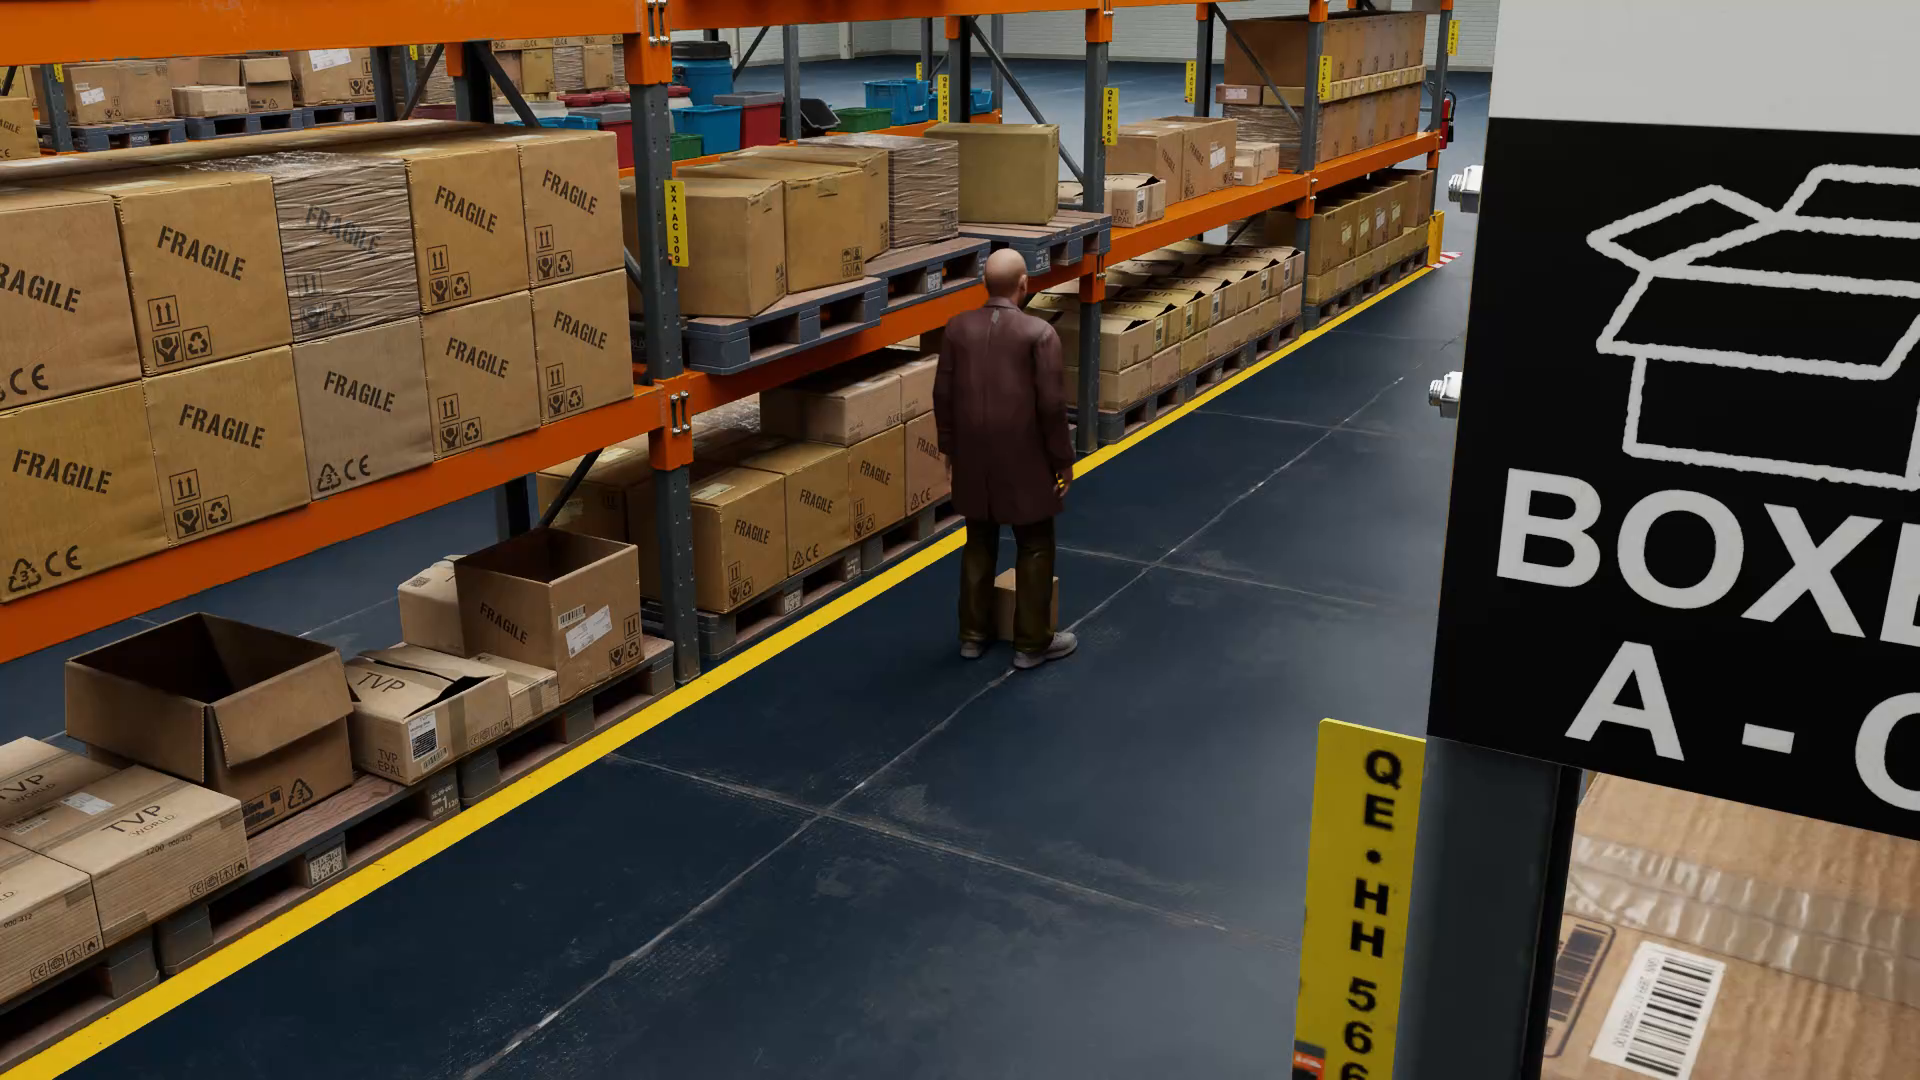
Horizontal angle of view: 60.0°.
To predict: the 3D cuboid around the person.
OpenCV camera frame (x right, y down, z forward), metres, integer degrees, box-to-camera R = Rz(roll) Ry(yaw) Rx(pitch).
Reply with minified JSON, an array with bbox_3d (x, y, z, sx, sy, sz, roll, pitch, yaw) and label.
[{"bbox_3d":[0.191,-0.342,7.076,0.642,1.773,0.428,10,21,26],"label":"person"}]
